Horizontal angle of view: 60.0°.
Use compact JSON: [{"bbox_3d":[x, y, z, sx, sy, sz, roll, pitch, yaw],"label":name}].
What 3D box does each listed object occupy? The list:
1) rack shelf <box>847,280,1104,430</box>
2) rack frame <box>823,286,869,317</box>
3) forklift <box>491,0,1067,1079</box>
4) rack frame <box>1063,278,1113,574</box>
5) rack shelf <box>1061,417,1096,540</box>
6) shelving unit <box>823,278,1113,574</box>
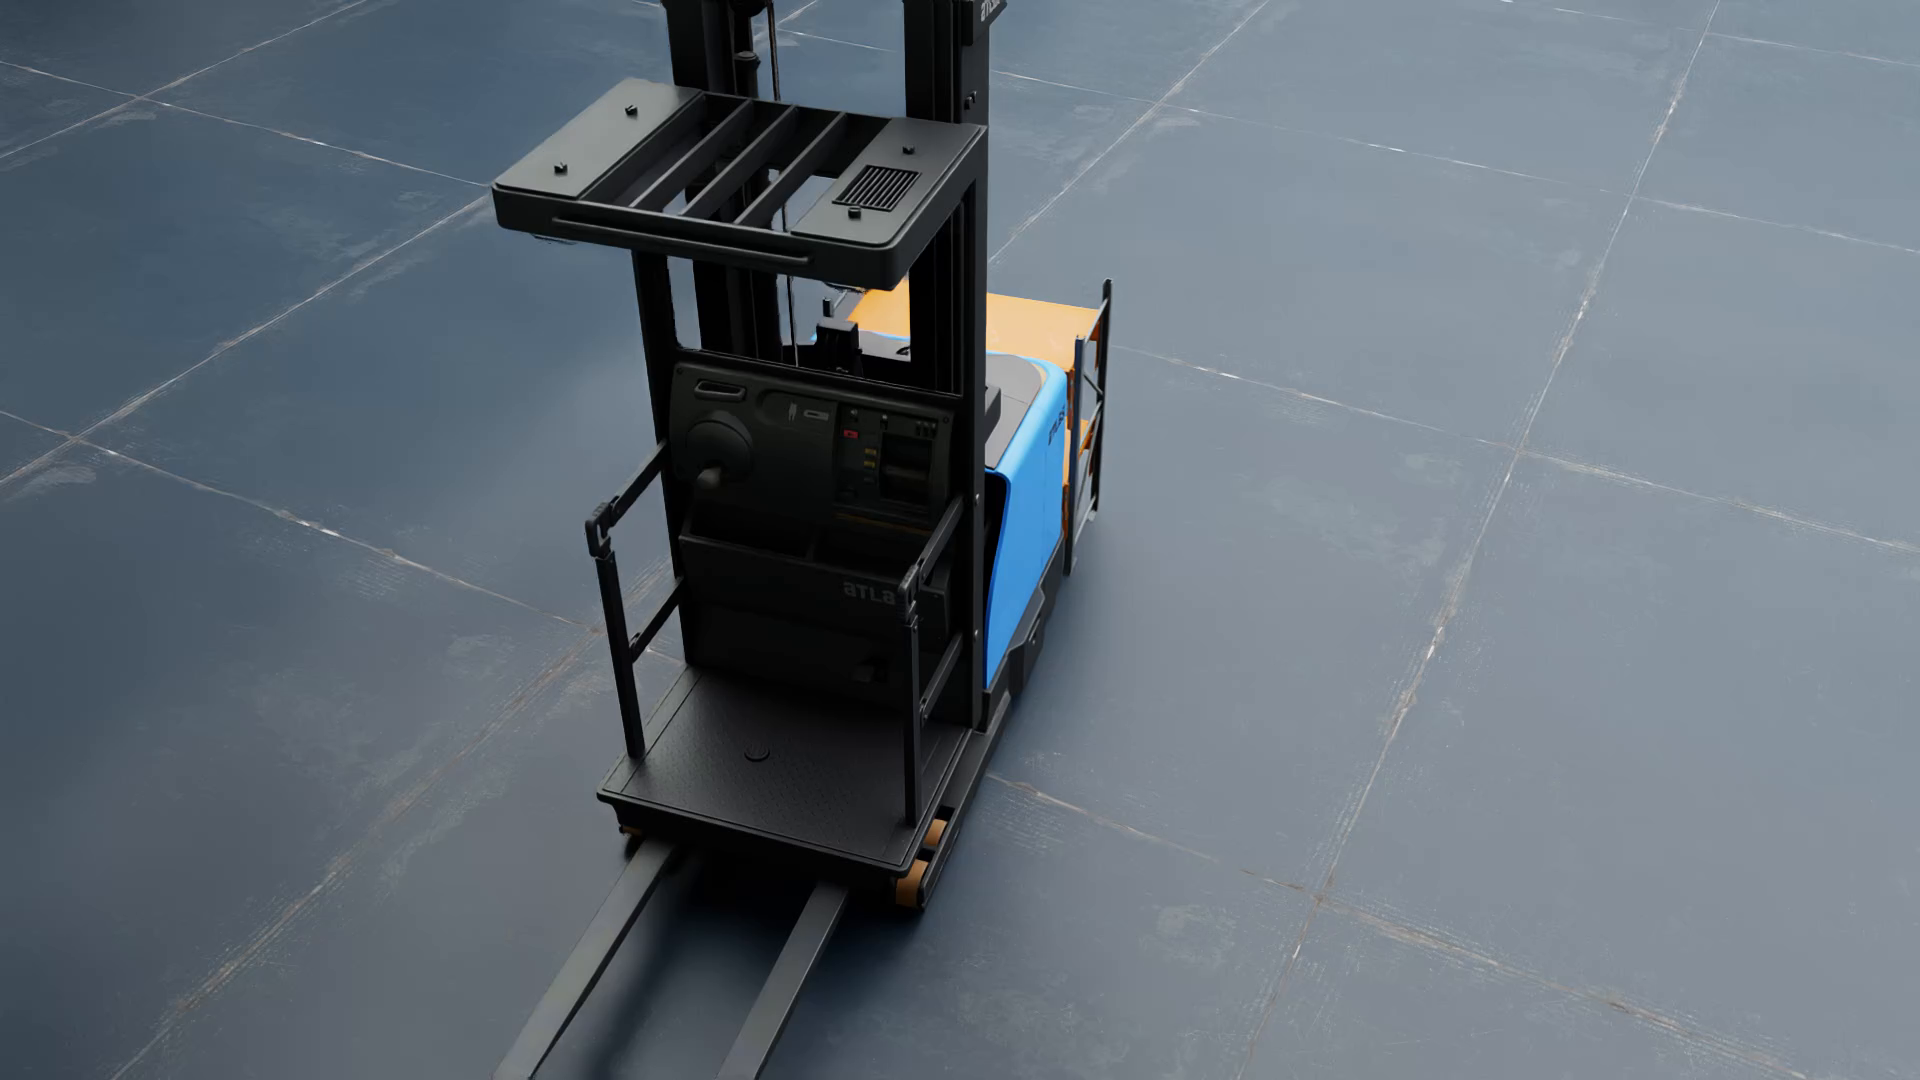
[{"bbox_3d":[0.038,-0.778,6.733,1.000,0.278,0.538,11,39,14],"label":"rack shelf"},{"bbox_3d":[-0.447,-0.637,7.032,0.032,1.125,0.500,11,39,14],"label":"rack frame"},{"bbox_3d":[-0.534,-0.225,4.995,1.130,2.935,3.031,11,39,15],"label":"forklift"},{"bbox_3d":[0.522,-0.452,6.787,0.032,1.125,0.500,11,39,14],"label":"rack frame"},{"bbox_3d":[0.038,-0.350,7.057,1.000,0.278,0.538,11,39,14],"label":"rack shelf"},{"bbox_3d":[0.038,-0.545,6.910,1.048,1.125,0.538,11,39,14],"label":"shelving unit"}]
